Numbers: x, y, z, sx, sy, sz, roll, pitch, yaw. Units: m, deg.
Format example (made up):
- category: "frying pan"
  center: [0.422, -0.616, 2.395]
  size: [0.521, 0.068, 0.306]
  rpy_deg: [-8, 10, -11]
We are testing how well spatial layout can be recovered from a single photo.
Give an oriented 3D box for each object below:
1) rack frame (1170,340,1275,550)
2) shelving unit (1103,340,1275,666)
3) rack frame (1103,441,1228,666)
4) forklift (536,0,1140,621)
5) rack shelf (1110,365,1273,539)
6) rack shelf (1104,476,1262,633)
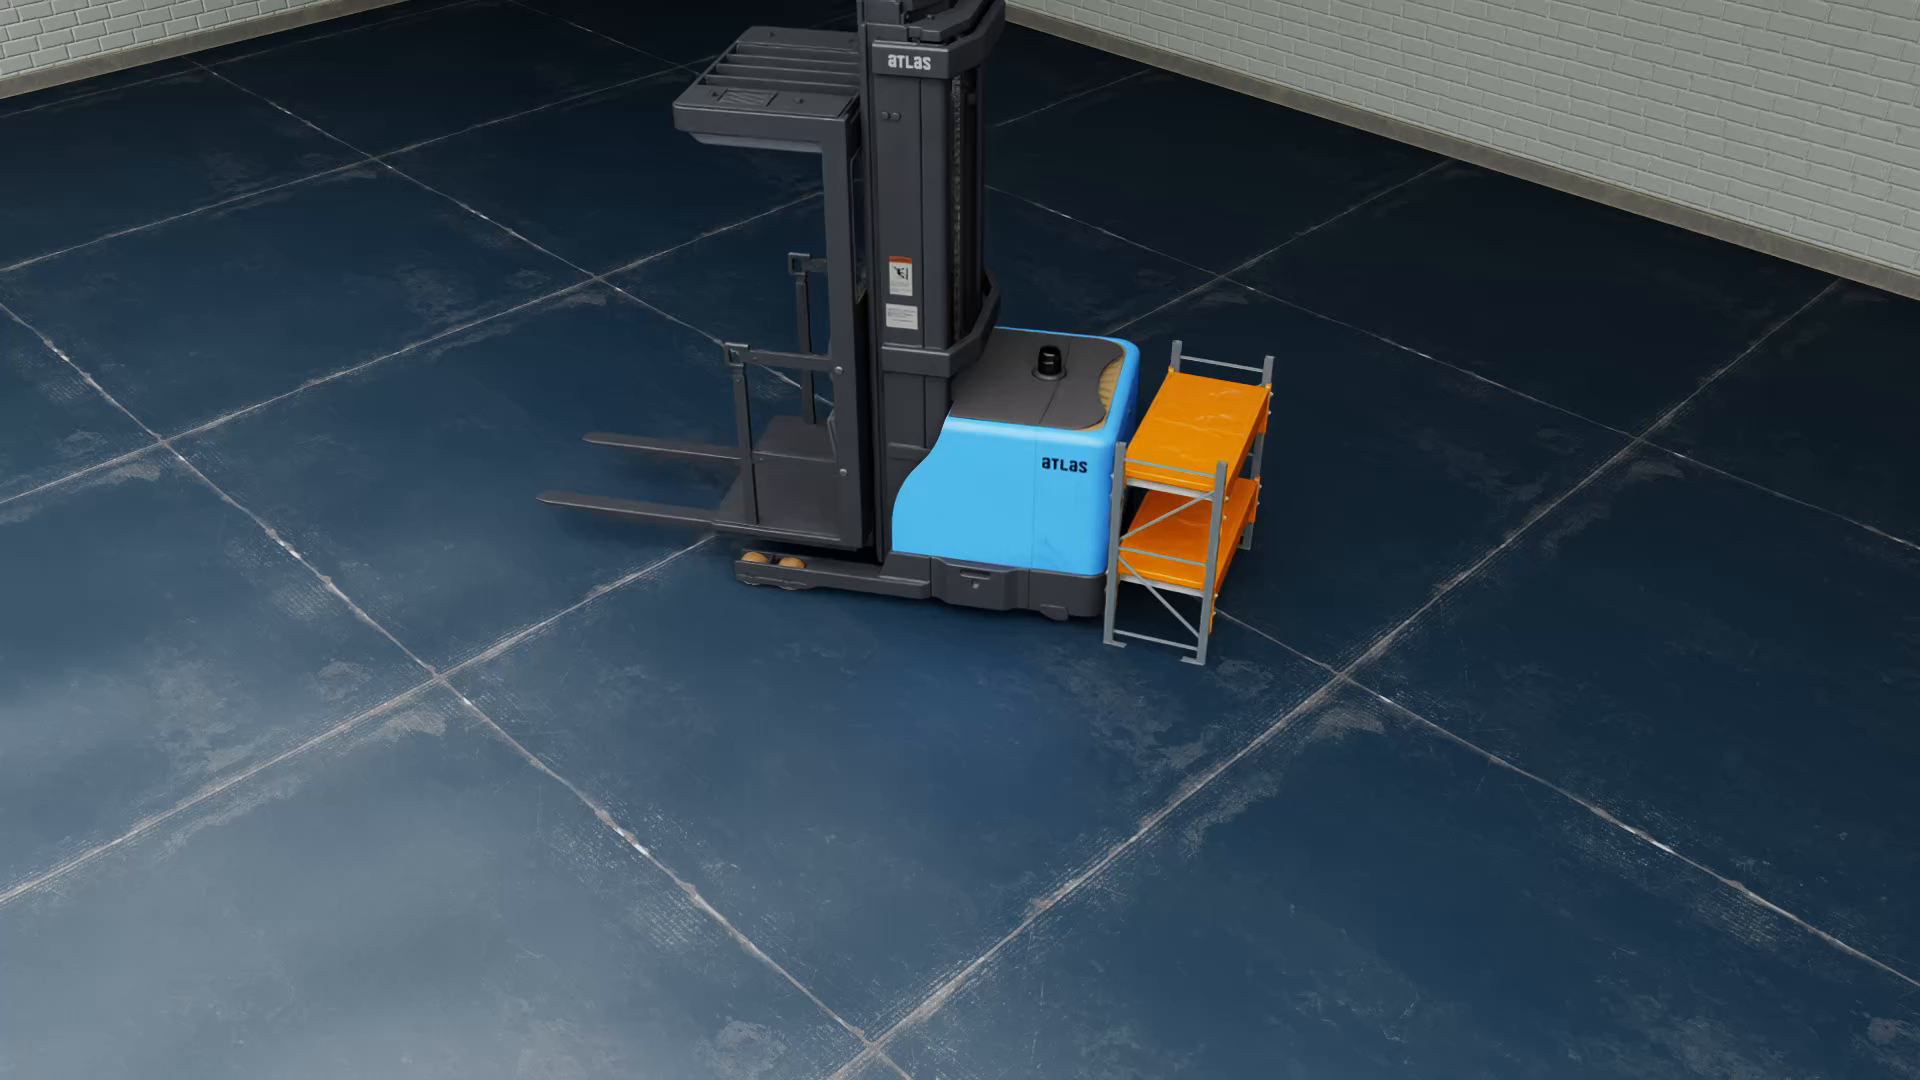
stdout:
- category: "rack frame"
  center: [1.283, -0.467, 8.427]
  size: [0.500, 1.125, 0.032]
  rpy_deg: [12, 37, 17]
- category: "shelving unit"
  center: [1.107, -0.194, 8.035]
  size: [0.538, 1.125, 1.048]
  rpy_deg: [12, 37, 17]
- category: "rack frame"
  center: [0.930, 0.079, 7.644]
  size: [0.500, 1.125, 0.032]
  rpy_deg: [12, 37, 17]
- category: "forklift"
  center: [-0.662, -1.235, 7.950]
  size: [3.031, 2.935, 1.130]
  rpy_deg: [7, 36, 10]
- category: "rack shelf"
  center: [1.107, -0.434, 7.868]
  size: [0.538, 0.278, 1.000]
  rpy_deg: [12, 37, 17]
- category: "rack shelf"
  center: [1.107, 0.007, 8.175]
  size: [0.538, 0.278, 1.000]
  rpy_deg: [12, 37, 17]
